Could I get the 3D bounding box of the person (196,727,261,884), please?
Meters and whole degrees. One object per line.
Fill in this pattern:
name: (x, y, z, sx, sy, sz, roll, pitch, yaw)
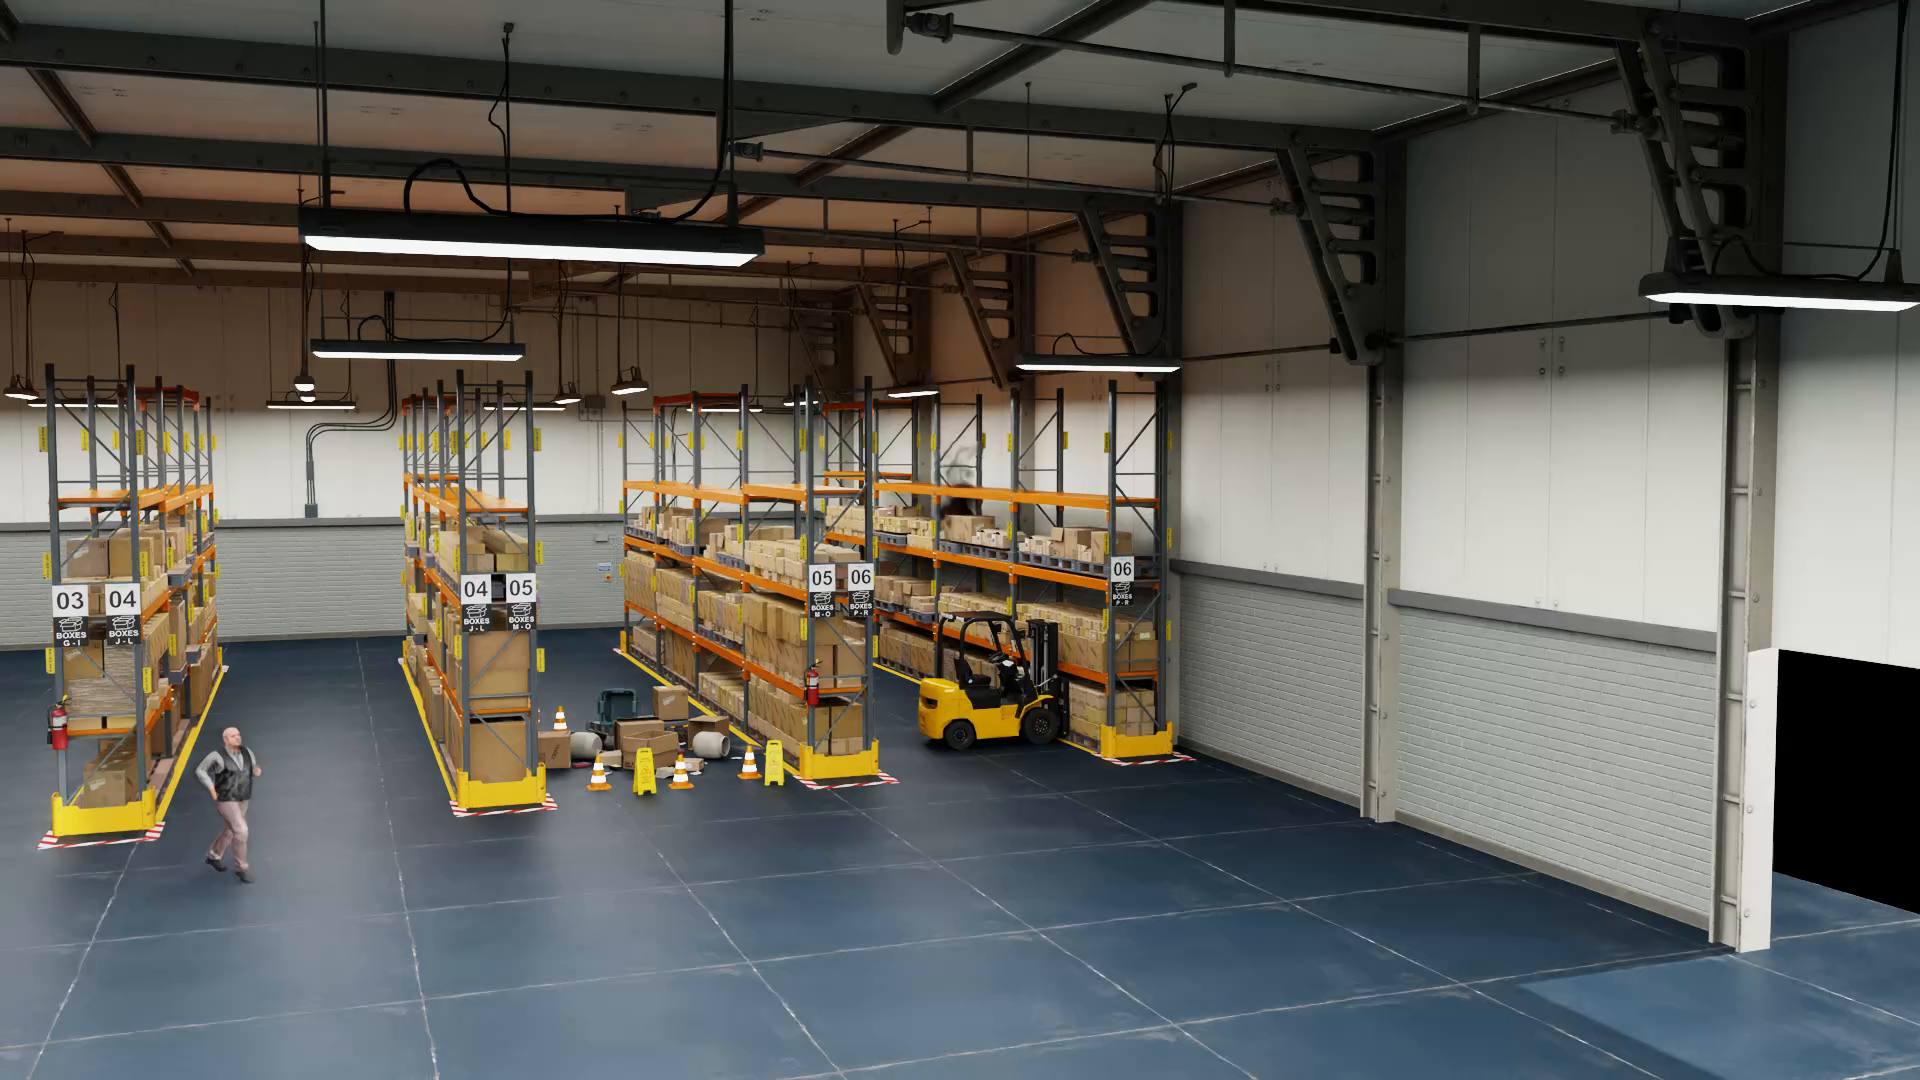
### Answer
person: (-8.369, 3.031, 19.131, 0.804, 1.782, 0.632, 1, 4, 22)
